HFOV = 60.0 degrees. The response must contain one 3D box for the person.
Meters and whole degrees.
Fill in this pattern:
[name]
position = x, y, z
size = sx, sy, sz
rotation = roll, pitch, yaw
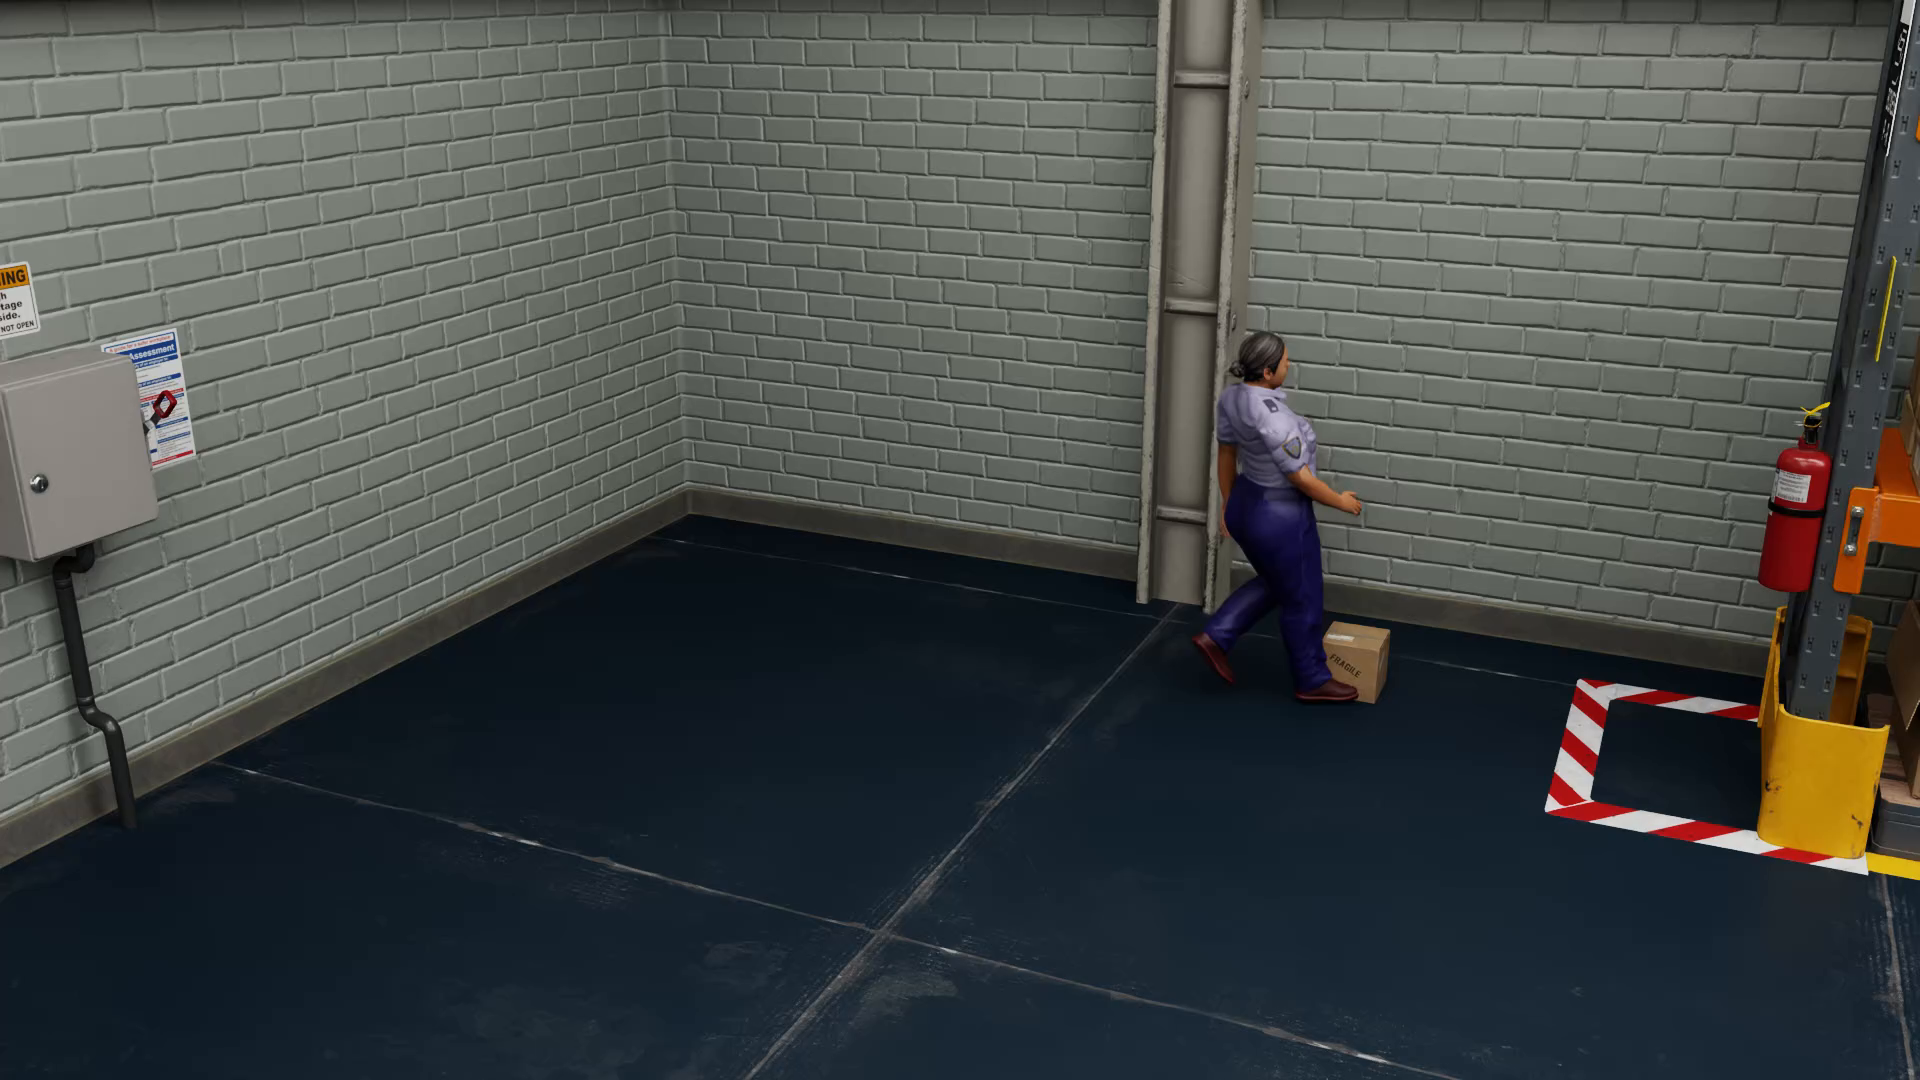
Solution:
[person]
position = 1.354, -0.090, 6.872
size = 0.717, 1.605, 0.546
rotation = -6, 20, -16
